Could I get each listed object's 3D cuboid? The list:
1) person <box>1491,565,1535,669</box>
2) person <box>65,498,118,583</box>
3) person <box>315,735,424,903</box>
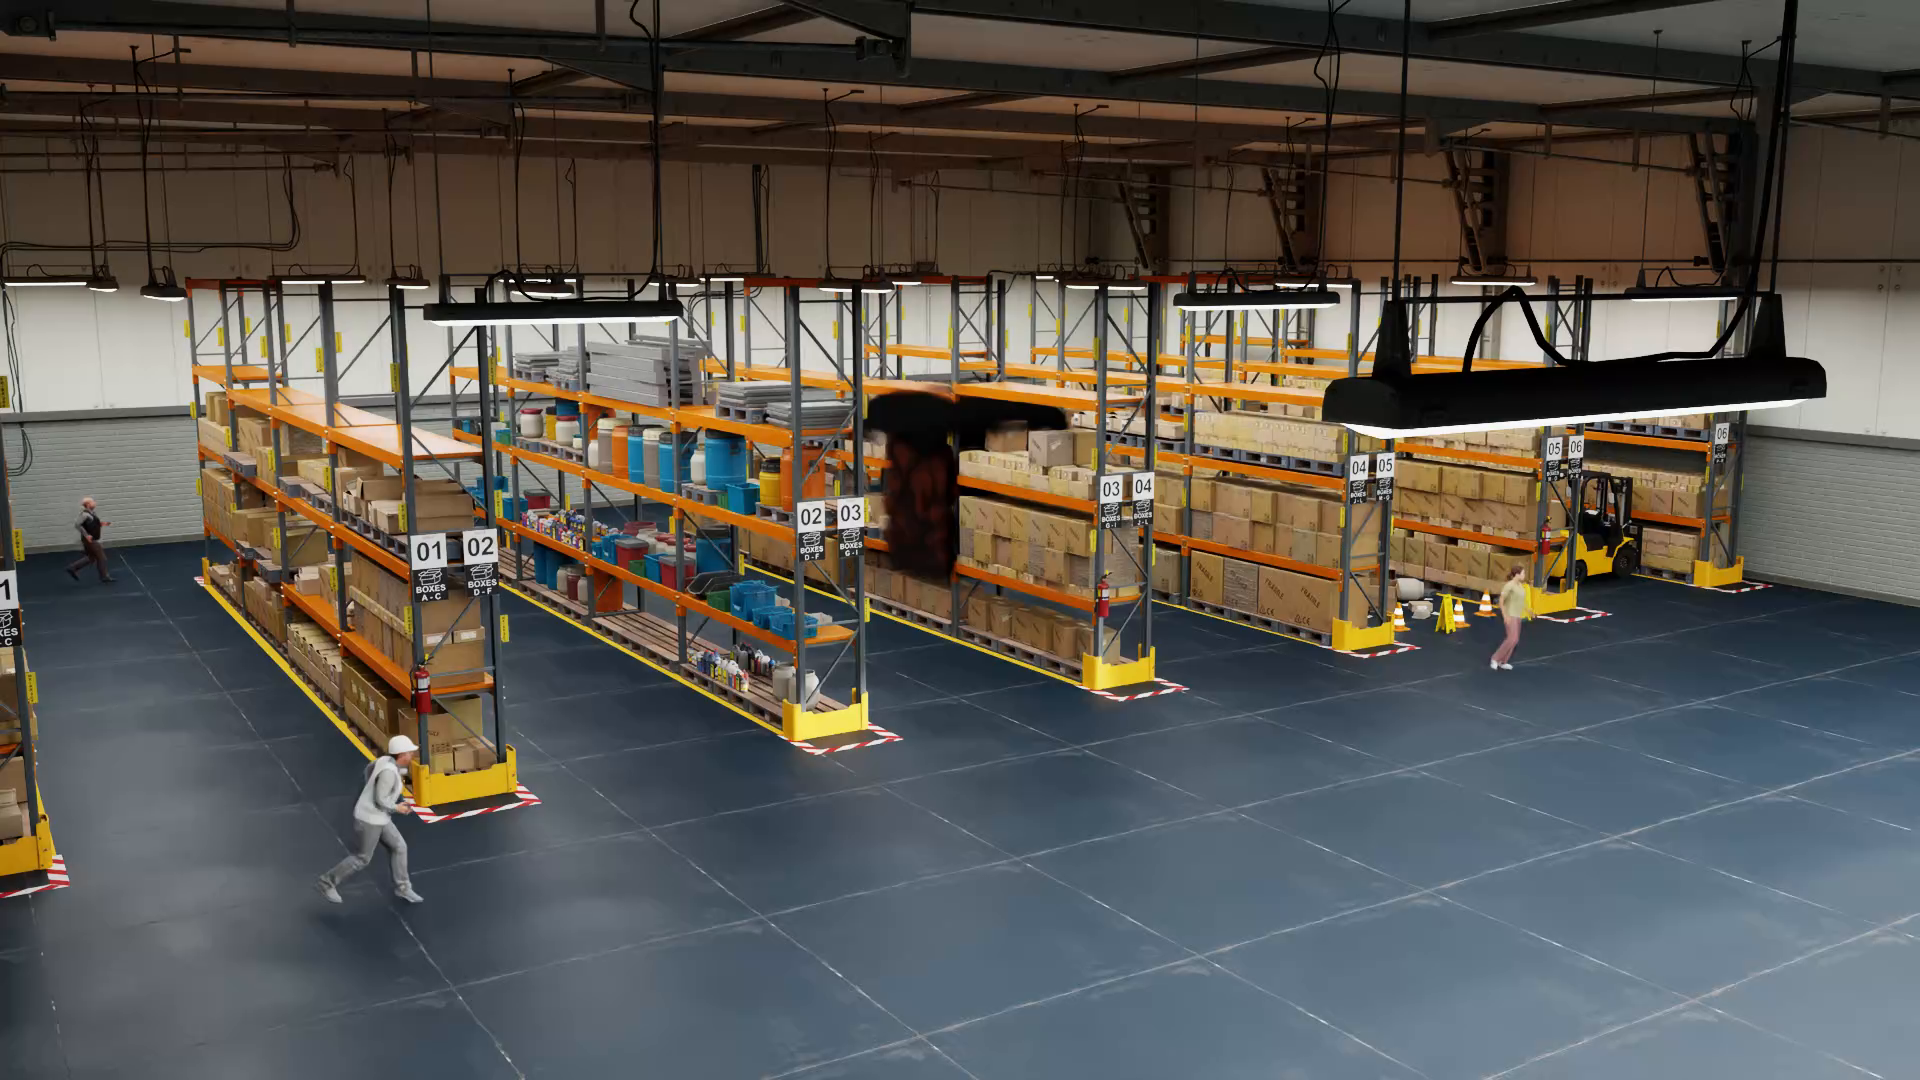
[{"bbox_3d":[8.598,1.220,25.889,0.546,1.657,0.699,7,12,36],"label":"person"},{"bbox_3d":[-17.131,0.013,32.691,0.908,1.704,0.650,-5,11,-27],"label":"person"},{"bbox_3d":[-5.843,2.798,16.399,1.041,1.733,0.692,-3,10,-19],"label":"person"}]
